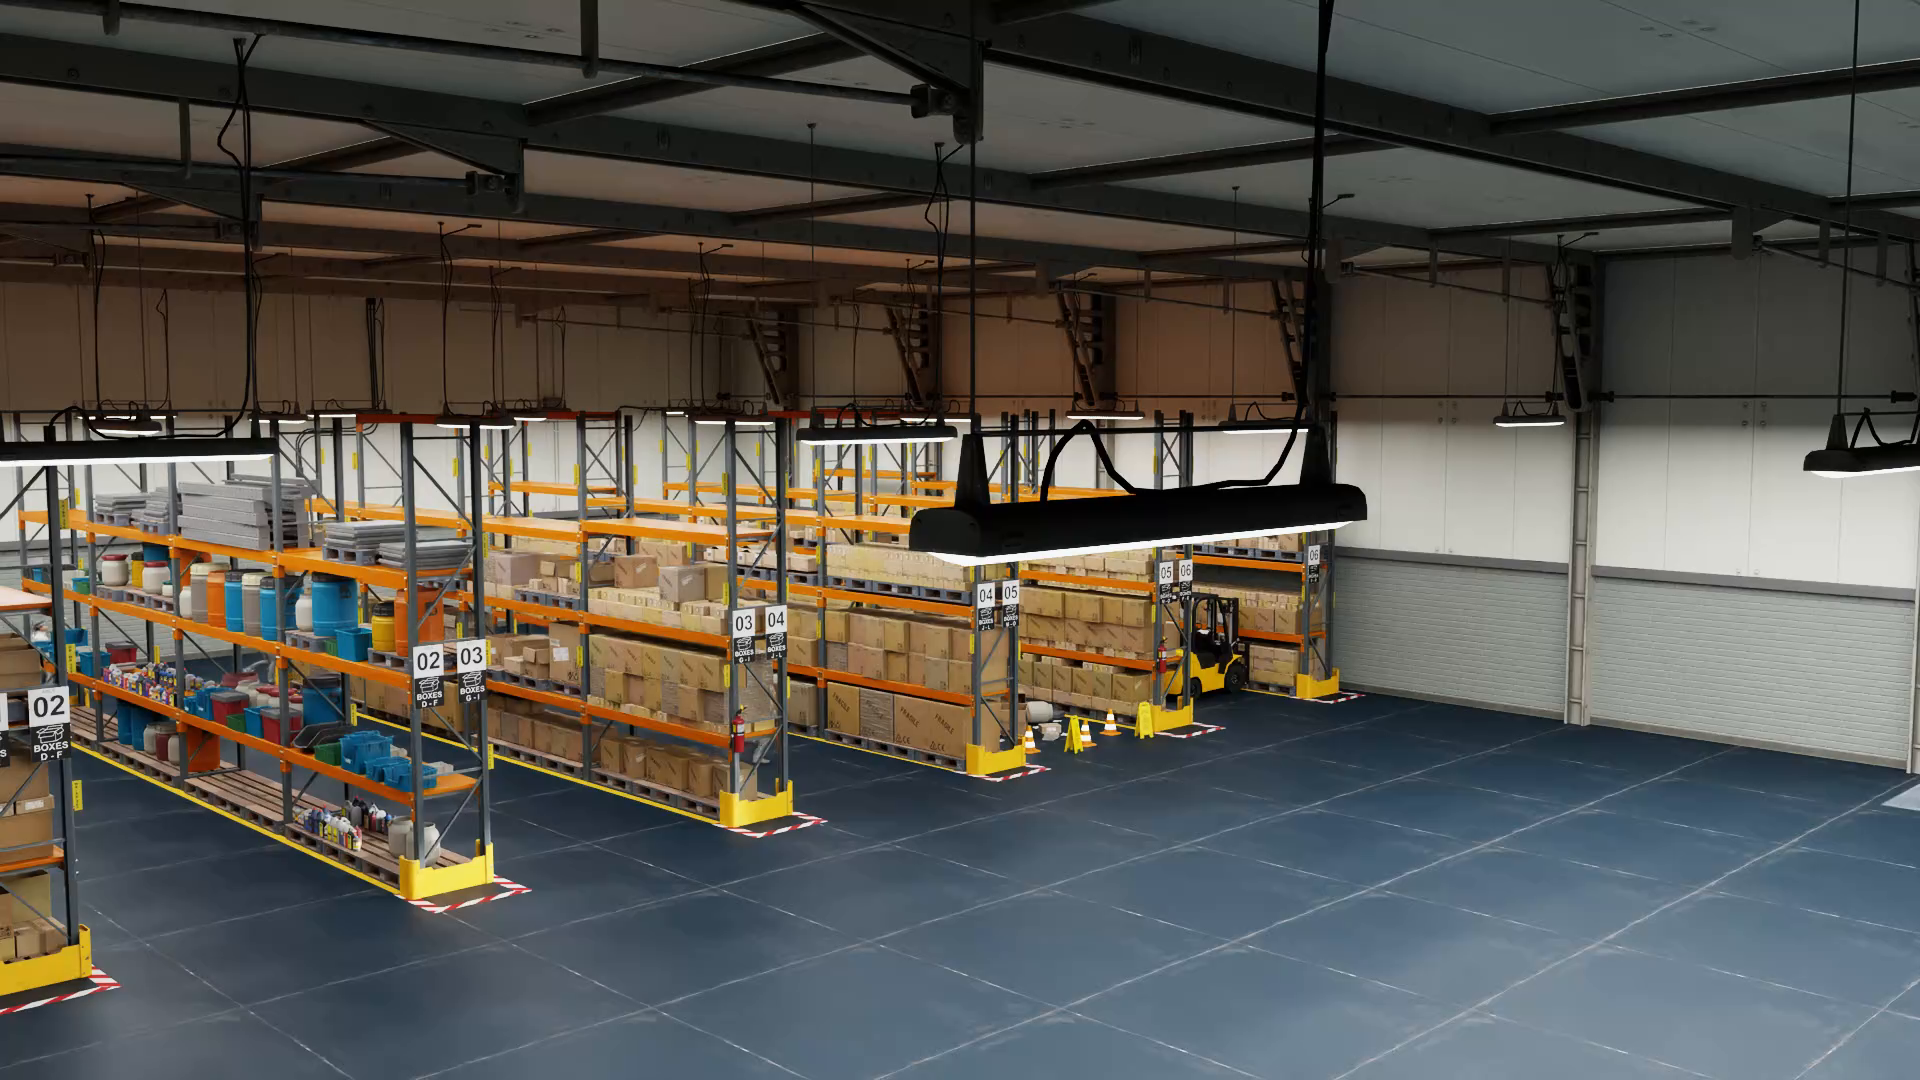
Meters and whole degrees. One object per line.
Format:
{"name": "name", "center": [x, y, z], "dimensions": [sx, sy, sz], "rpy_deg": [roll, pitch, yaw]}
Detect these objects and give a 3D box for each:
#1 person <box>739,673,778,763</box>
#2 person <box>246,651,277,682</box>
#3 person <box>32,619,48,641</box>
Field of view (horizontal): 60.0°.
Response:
{"name": "person", "center": [-3.485, 3.072, 28.609], "dimensions": [1.054, 1.576, 0.689], "rpy_deg": [0, 5, 5]}
{"name": "person", "center": [-15.337, 2.483, 36.617], "dimensions": [0.704, 1.345, 0.560], "rpy_deg": [-3, 6, -34]}
{"name": "person", "center": [-19.005, 2.076, 34.588], "dimensions": [0.490, 0.877, 0.435], "rpy_deg": [-3, 6, -34]}
